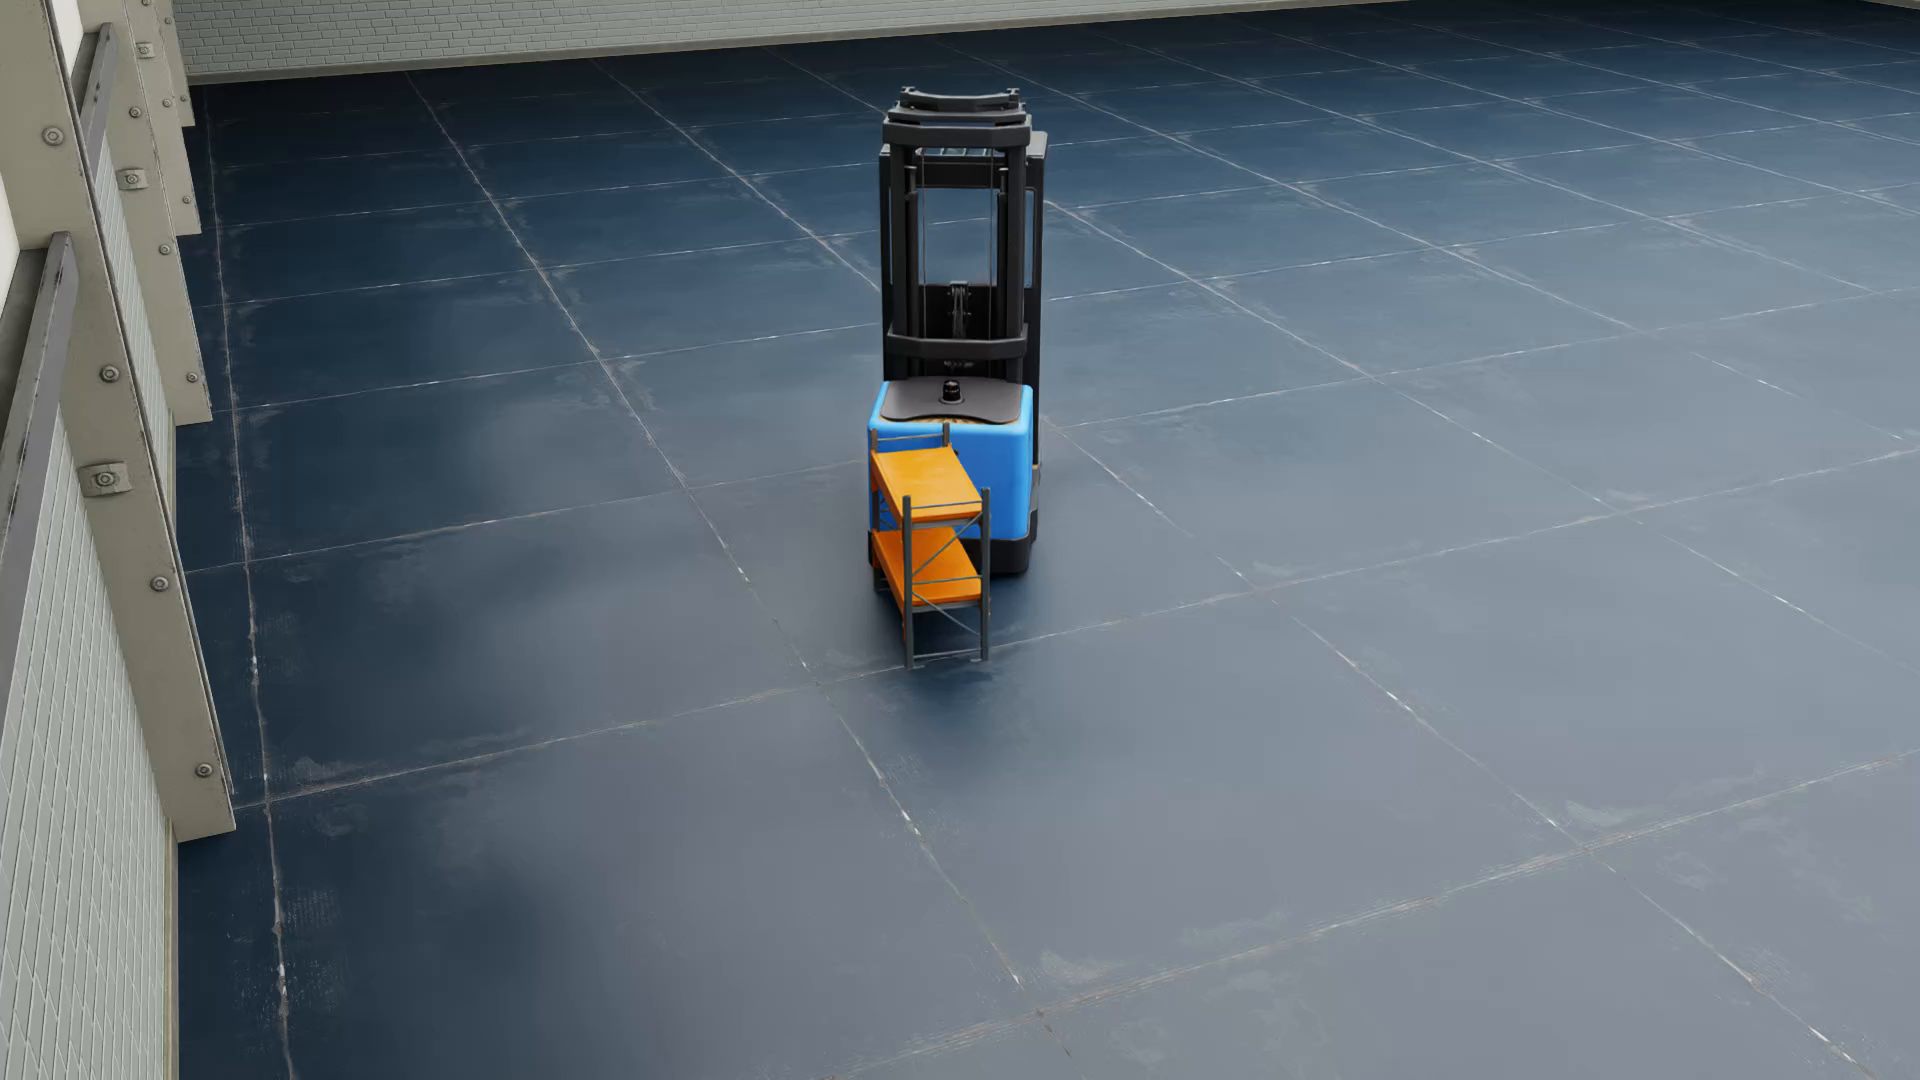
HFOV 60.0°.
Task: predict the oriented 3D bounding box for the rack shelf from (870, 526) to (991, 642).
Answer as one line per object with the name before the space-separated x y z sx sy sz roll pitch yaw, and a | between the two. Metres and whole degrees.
rack shelf | -0.192 0.238 10.185 0.538 0.278 1.000 -6 27 -12

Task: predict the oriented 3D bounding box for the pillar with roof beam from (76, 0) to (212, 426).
pillar with roof beam | -2.265 -5.794 13.007 9.100 9.000 0.400 -11 28 -21

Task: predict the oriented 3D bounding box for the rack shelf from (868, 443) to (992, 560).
rack shelf | -0.192 -0.245 9.949 0.538 0.278 1.000 -6 27 -12

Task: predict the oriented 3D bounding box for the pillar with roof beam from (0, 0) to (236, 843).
pillar with roof beam | 0.085 -3.372 8.046 9.100 9.000 0.400 -11 28 -21

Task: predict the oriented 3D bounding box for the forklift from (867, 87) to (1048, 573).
forklift | 0.030 -1.714 11.567 1.130 2.935 3.031 2 26 4

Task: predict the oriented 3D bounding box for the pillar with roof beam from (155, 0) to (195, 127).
pillar with roof beam | -6.964 -10.639 22.929 9.100 9.000 0.400 -11 28 -21

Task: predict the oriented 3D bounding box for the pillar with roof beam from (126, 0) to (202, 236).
pillar with roof beam | -4.615 -8.217 17.968 9.100 9.000 0.400 -11 28 -21

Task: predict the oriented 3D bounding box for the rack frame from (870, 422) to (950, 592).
rack frame | -0.308 -0.199 10.522 0.500 1.125 0.032 -6 27 -12

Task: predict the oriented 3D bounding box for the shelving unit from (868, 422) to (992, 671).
shelving unit | -0.192 0.018 10.077 0.538 1.125 1.048 -6 27 -12

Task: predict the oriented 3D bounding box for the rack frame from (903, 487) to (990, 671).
rack frame | -0.076 0.235 9.633 0.500 1.125 0.032 -6 27 -12
